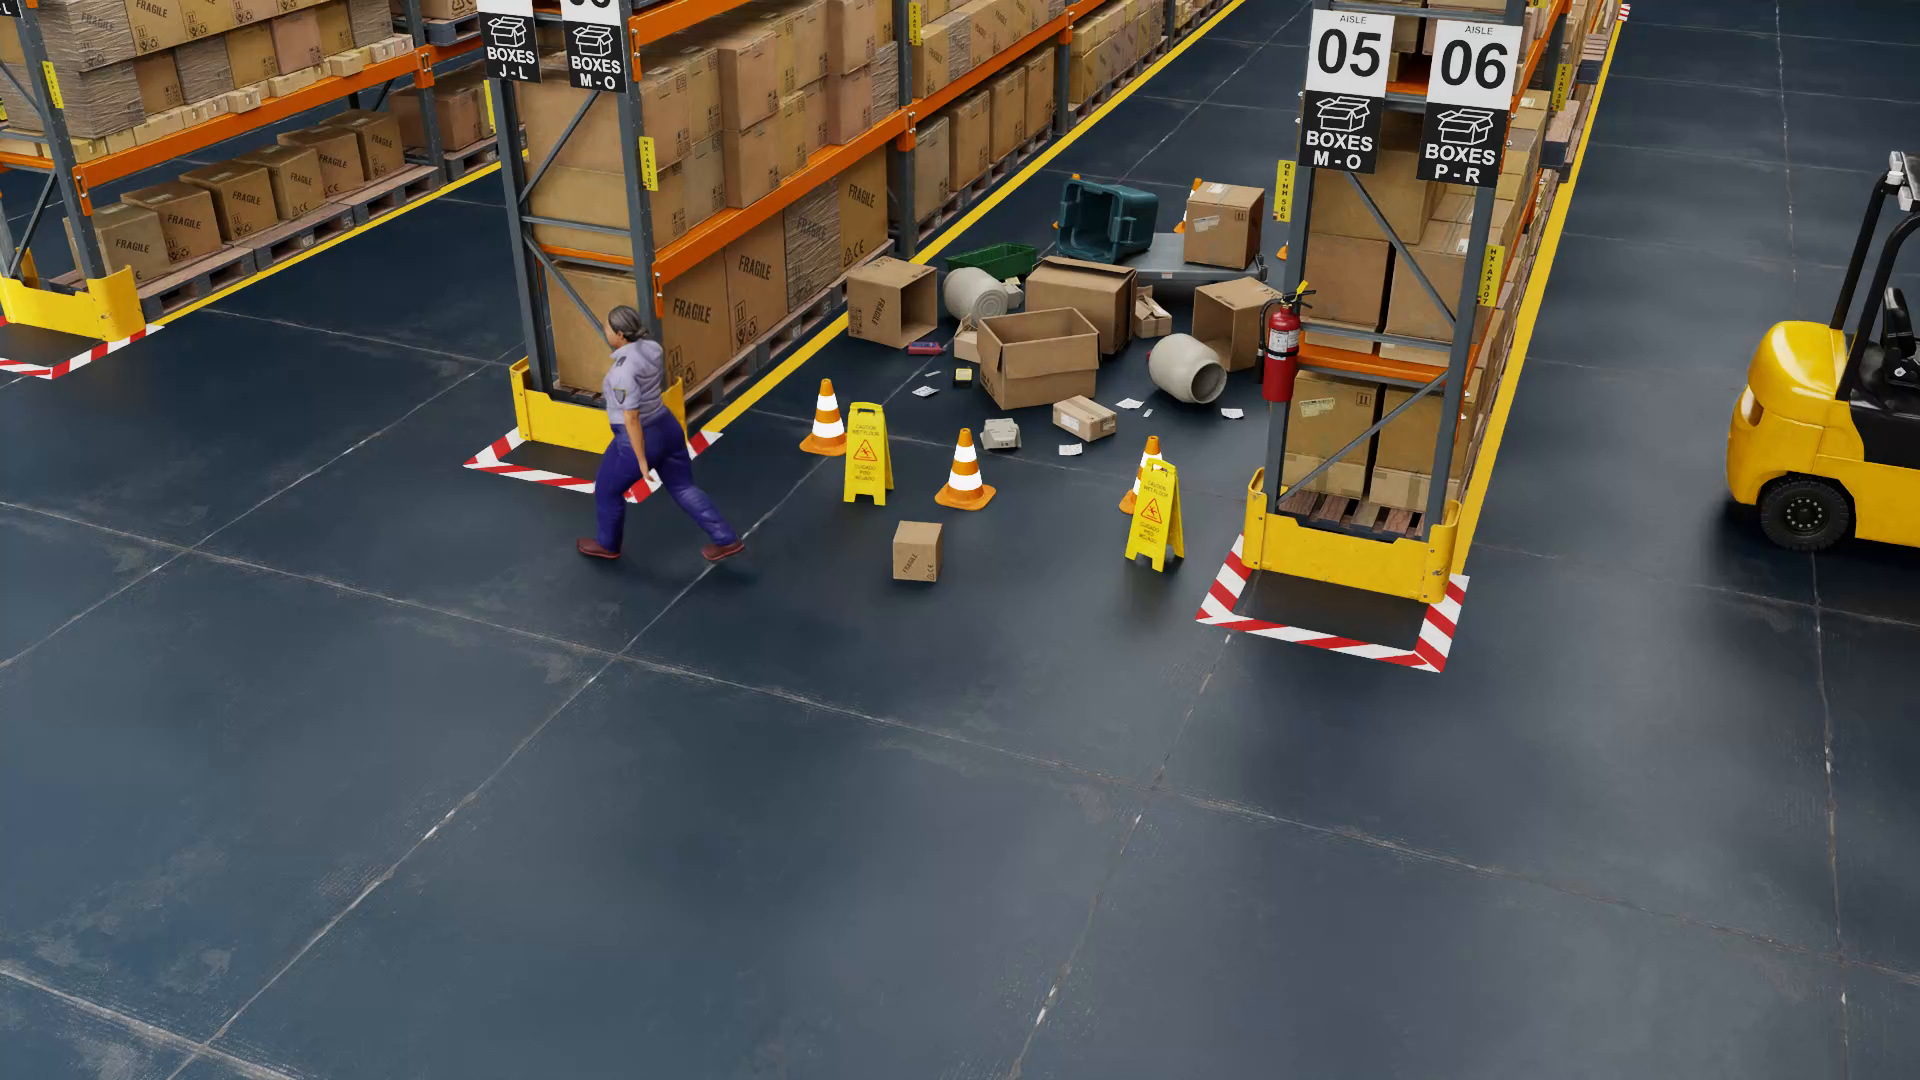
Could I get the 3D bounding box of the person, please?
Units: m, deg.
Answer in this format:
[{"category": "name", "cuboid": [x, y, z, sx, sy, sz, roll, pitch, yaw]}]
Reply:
[{"category": "person", "cuboid": [-1.766, -0.575, 9.407, 1.044, 1.588, 0.486, 14, 33, 23]}]
